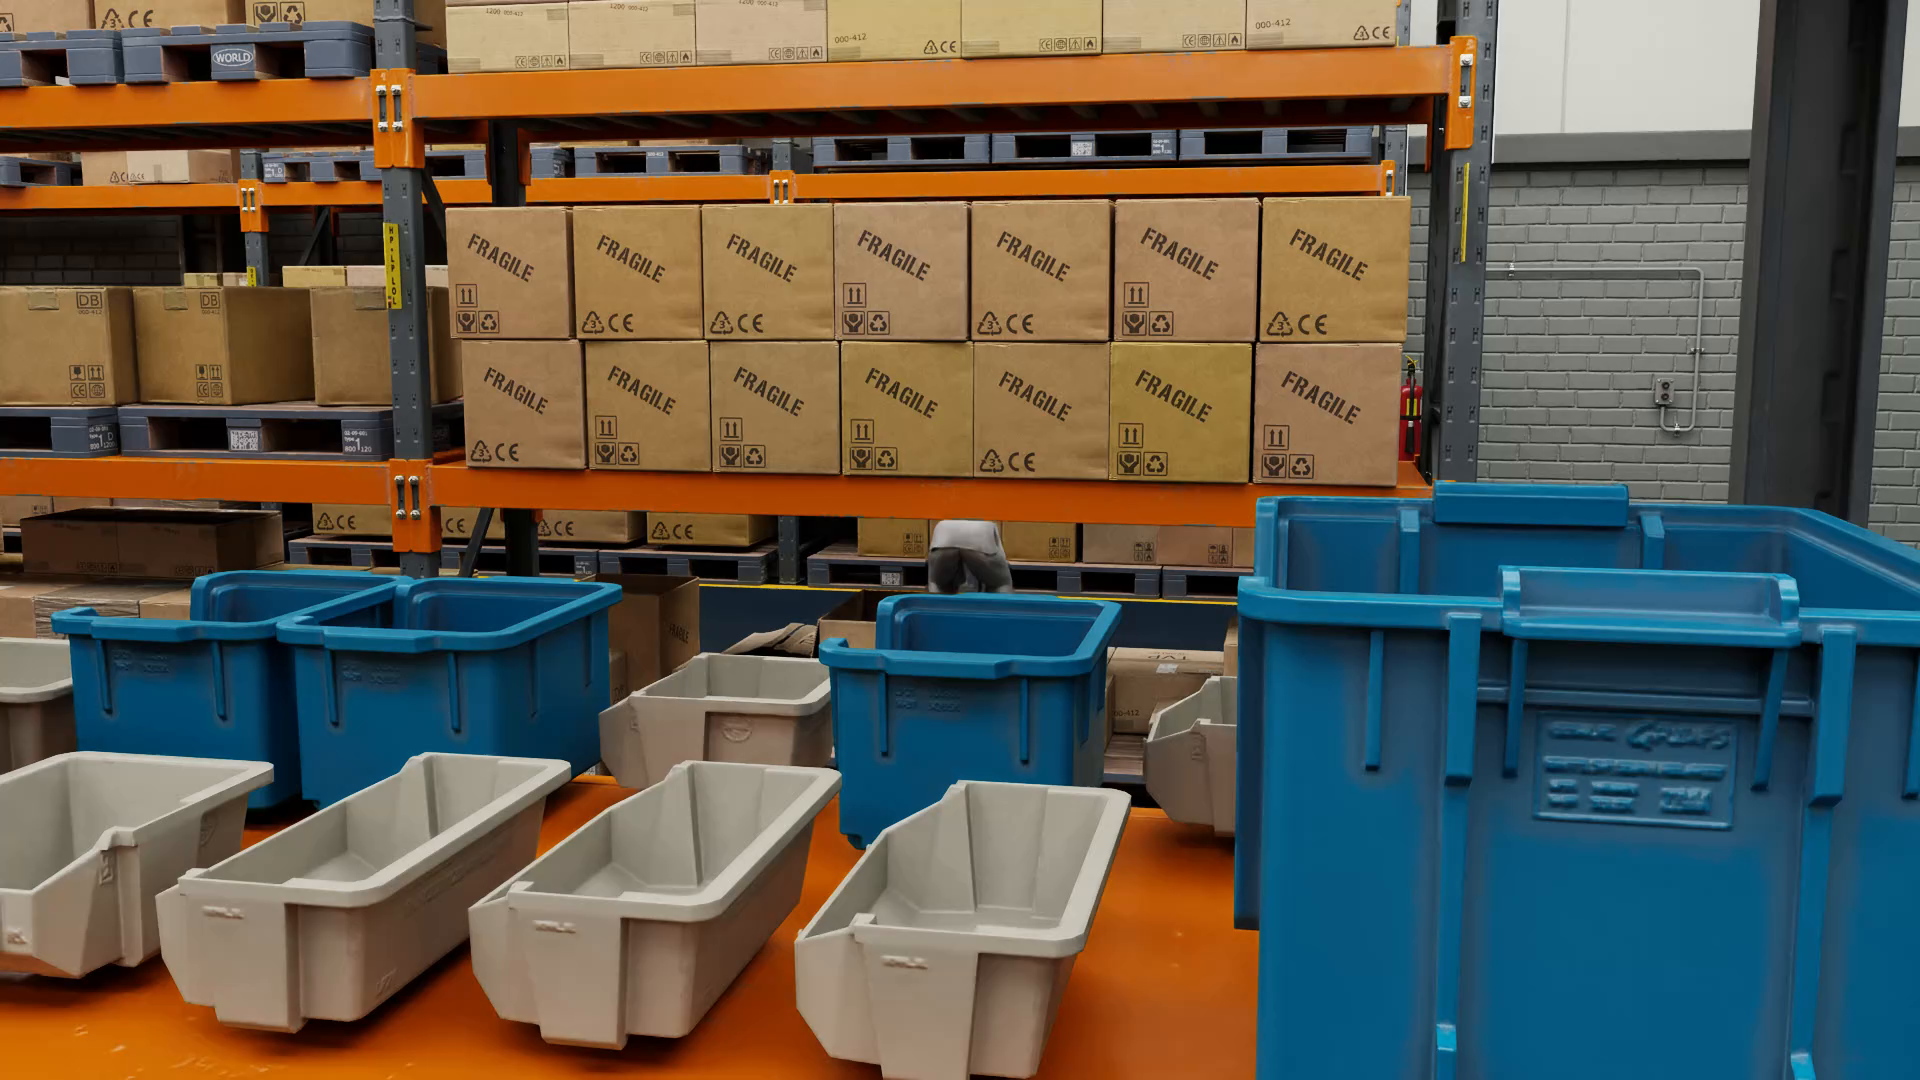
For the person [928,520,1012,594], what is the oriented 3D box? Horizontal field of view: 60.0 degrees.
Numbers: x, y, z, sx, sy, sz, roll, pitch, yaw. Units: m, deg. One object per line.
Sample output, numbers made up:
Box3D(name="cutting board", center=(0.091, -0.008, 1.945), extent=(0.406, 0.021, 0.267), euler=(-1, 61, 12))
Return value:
Box3D(name="person", center=(0.052, 0.233, 9.244), extent=(0.476, 0.837, 0.857), euler=(1, 8, 9))
